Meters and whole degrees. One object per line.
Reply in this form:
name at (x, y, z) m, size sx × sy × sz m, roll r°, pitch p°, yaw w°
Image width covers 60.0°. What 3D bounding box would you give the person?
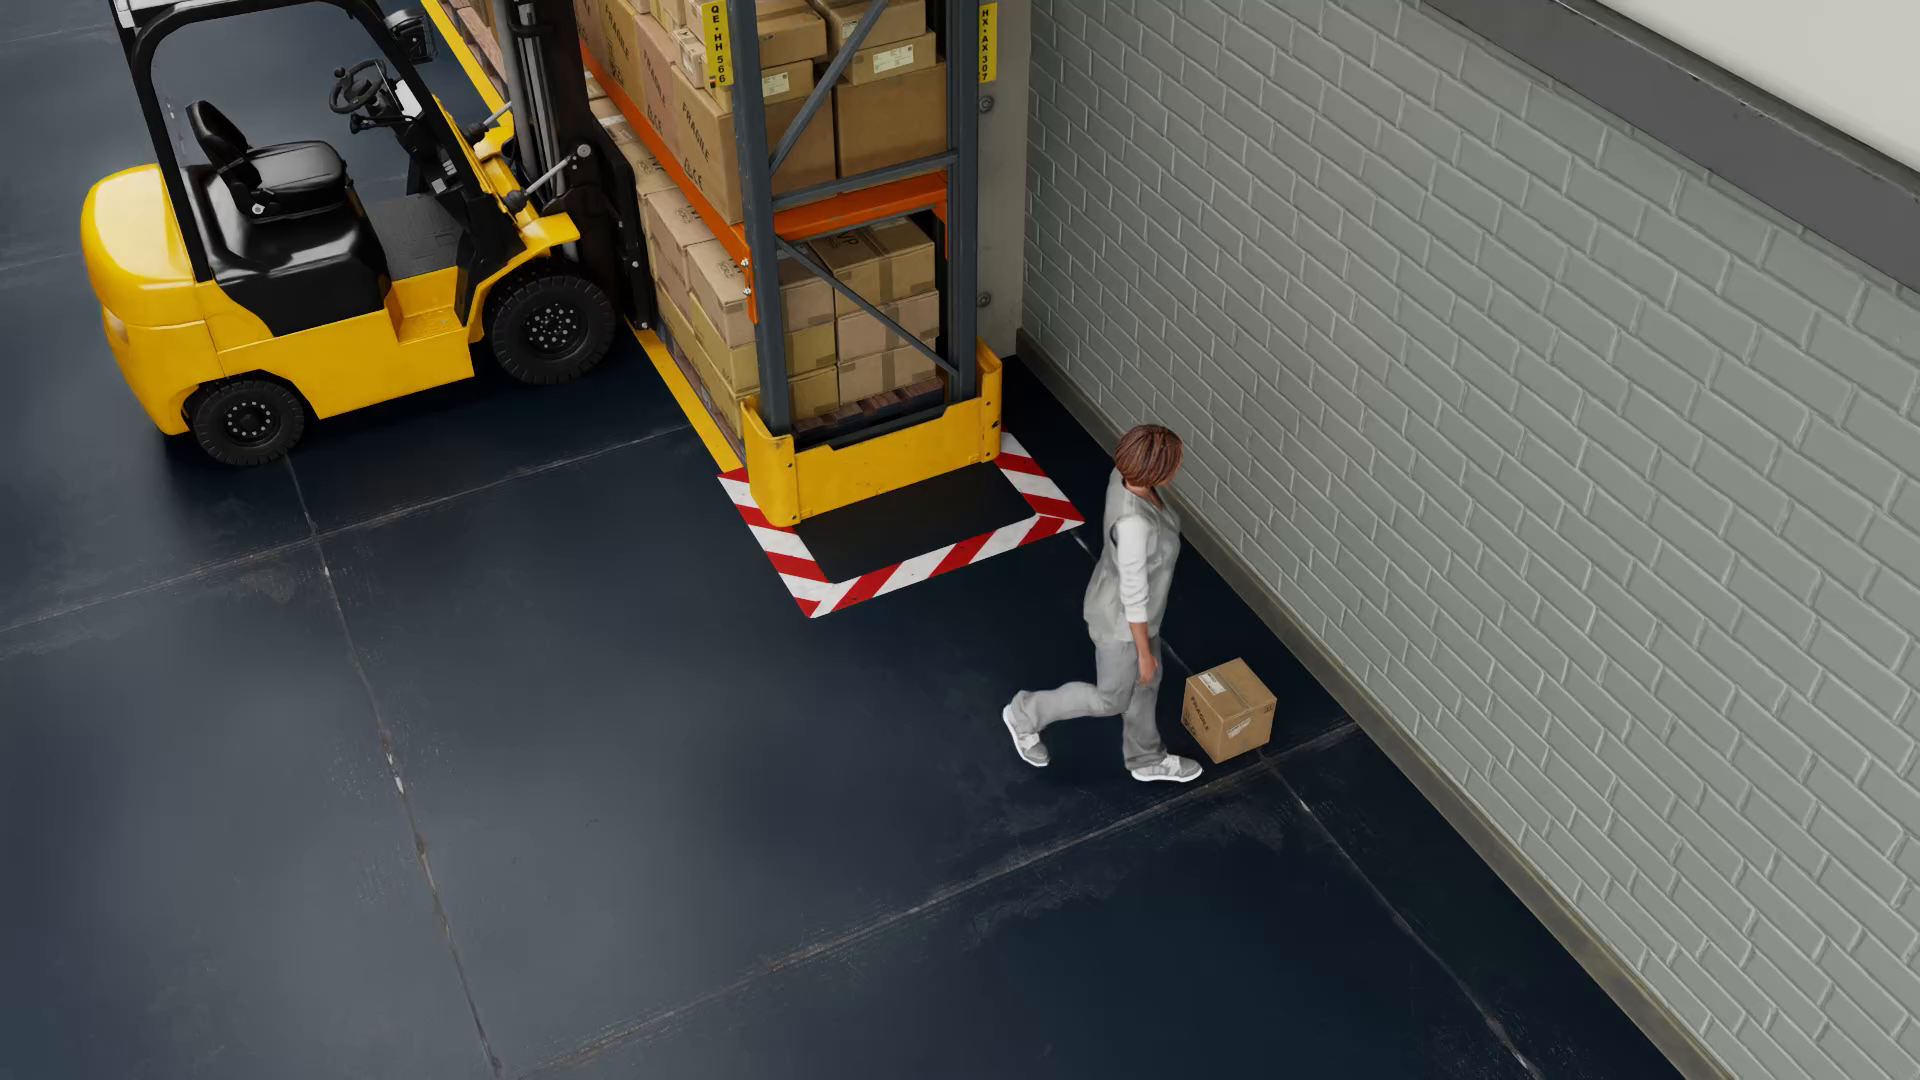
person at (0.543, 0.263, 5.862) m, size 0.769 × 1.571 × 0.487 m, roll 6°, pitch 42°, yaw 7°
